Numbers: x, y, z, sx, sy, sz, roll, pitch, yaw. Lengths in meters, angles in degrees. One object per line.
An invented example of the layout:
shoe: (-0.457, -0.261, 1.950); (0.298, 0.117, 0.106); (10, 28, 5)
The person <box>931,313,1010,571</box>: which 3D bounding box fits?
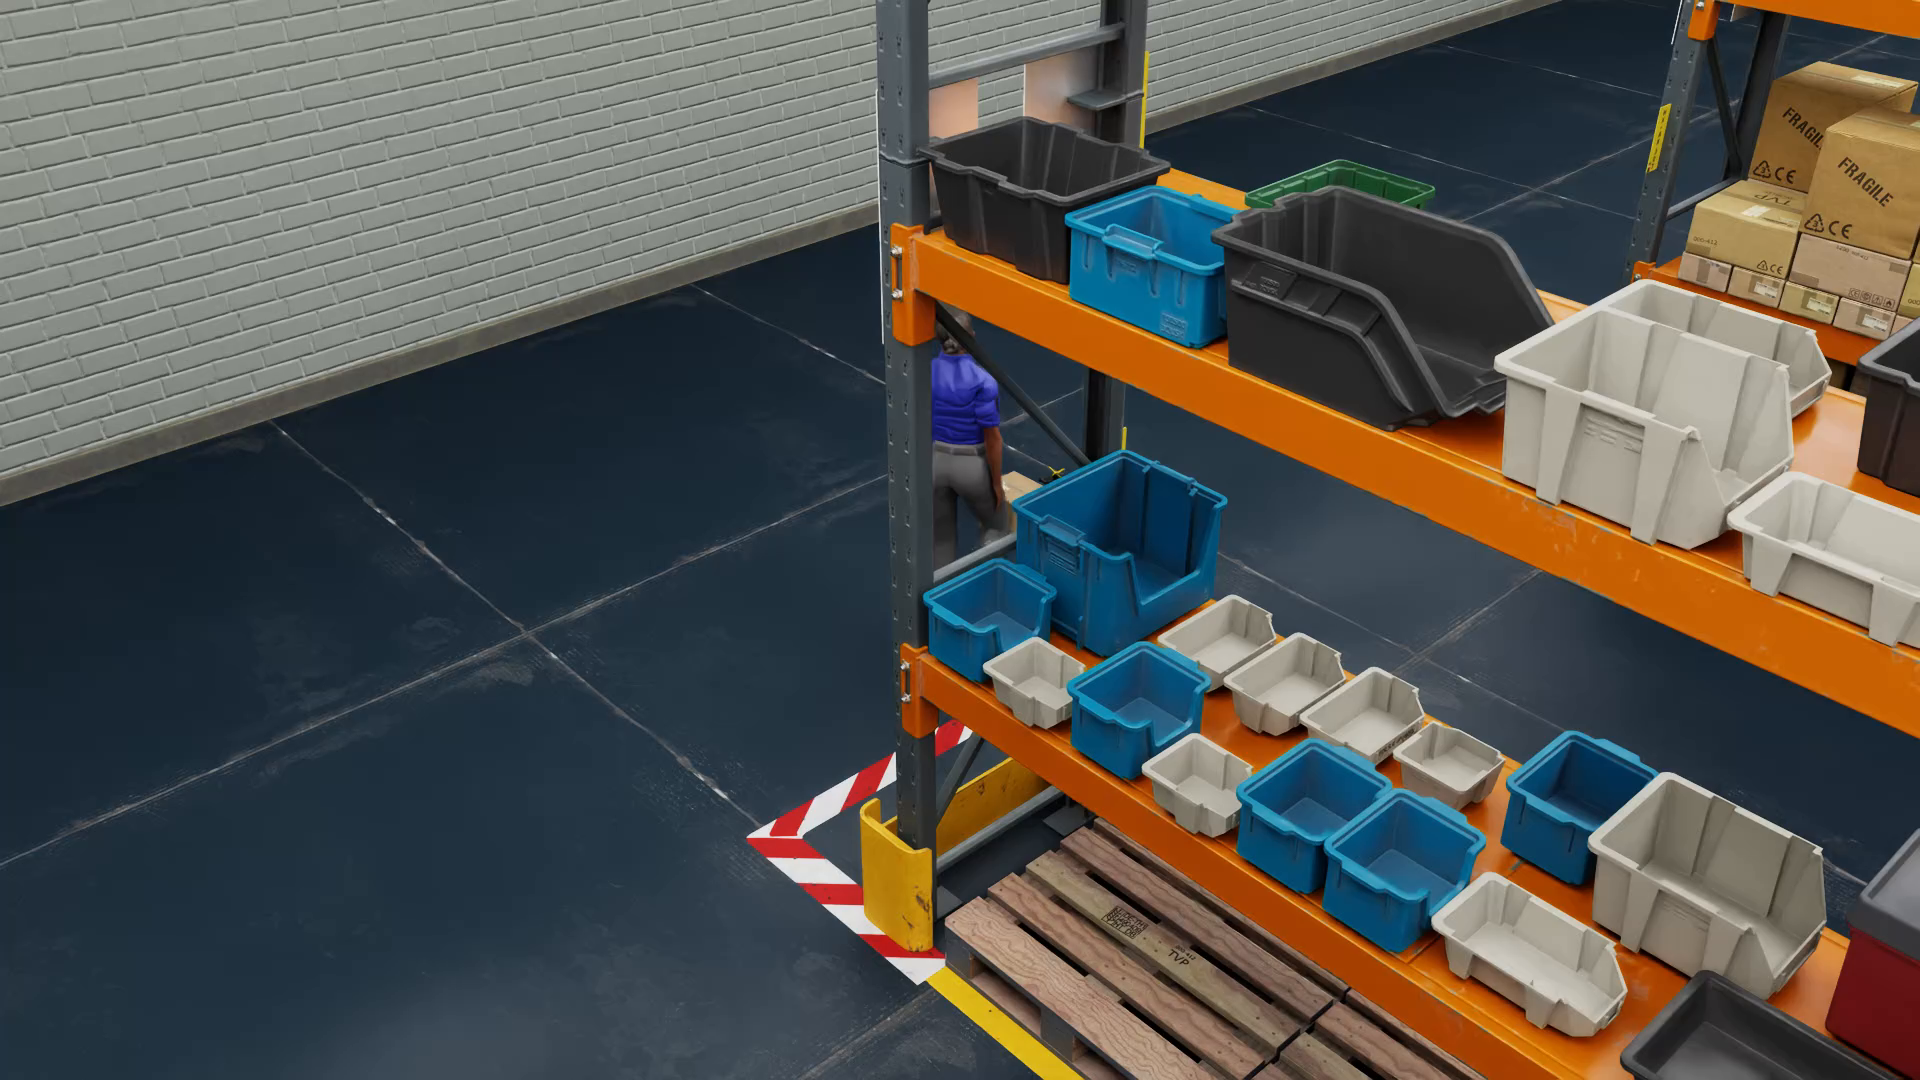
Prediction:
person: (-0.010, -0.289, 7.596); (0.509, 1.656, 0.452); (8, 33, 12)
